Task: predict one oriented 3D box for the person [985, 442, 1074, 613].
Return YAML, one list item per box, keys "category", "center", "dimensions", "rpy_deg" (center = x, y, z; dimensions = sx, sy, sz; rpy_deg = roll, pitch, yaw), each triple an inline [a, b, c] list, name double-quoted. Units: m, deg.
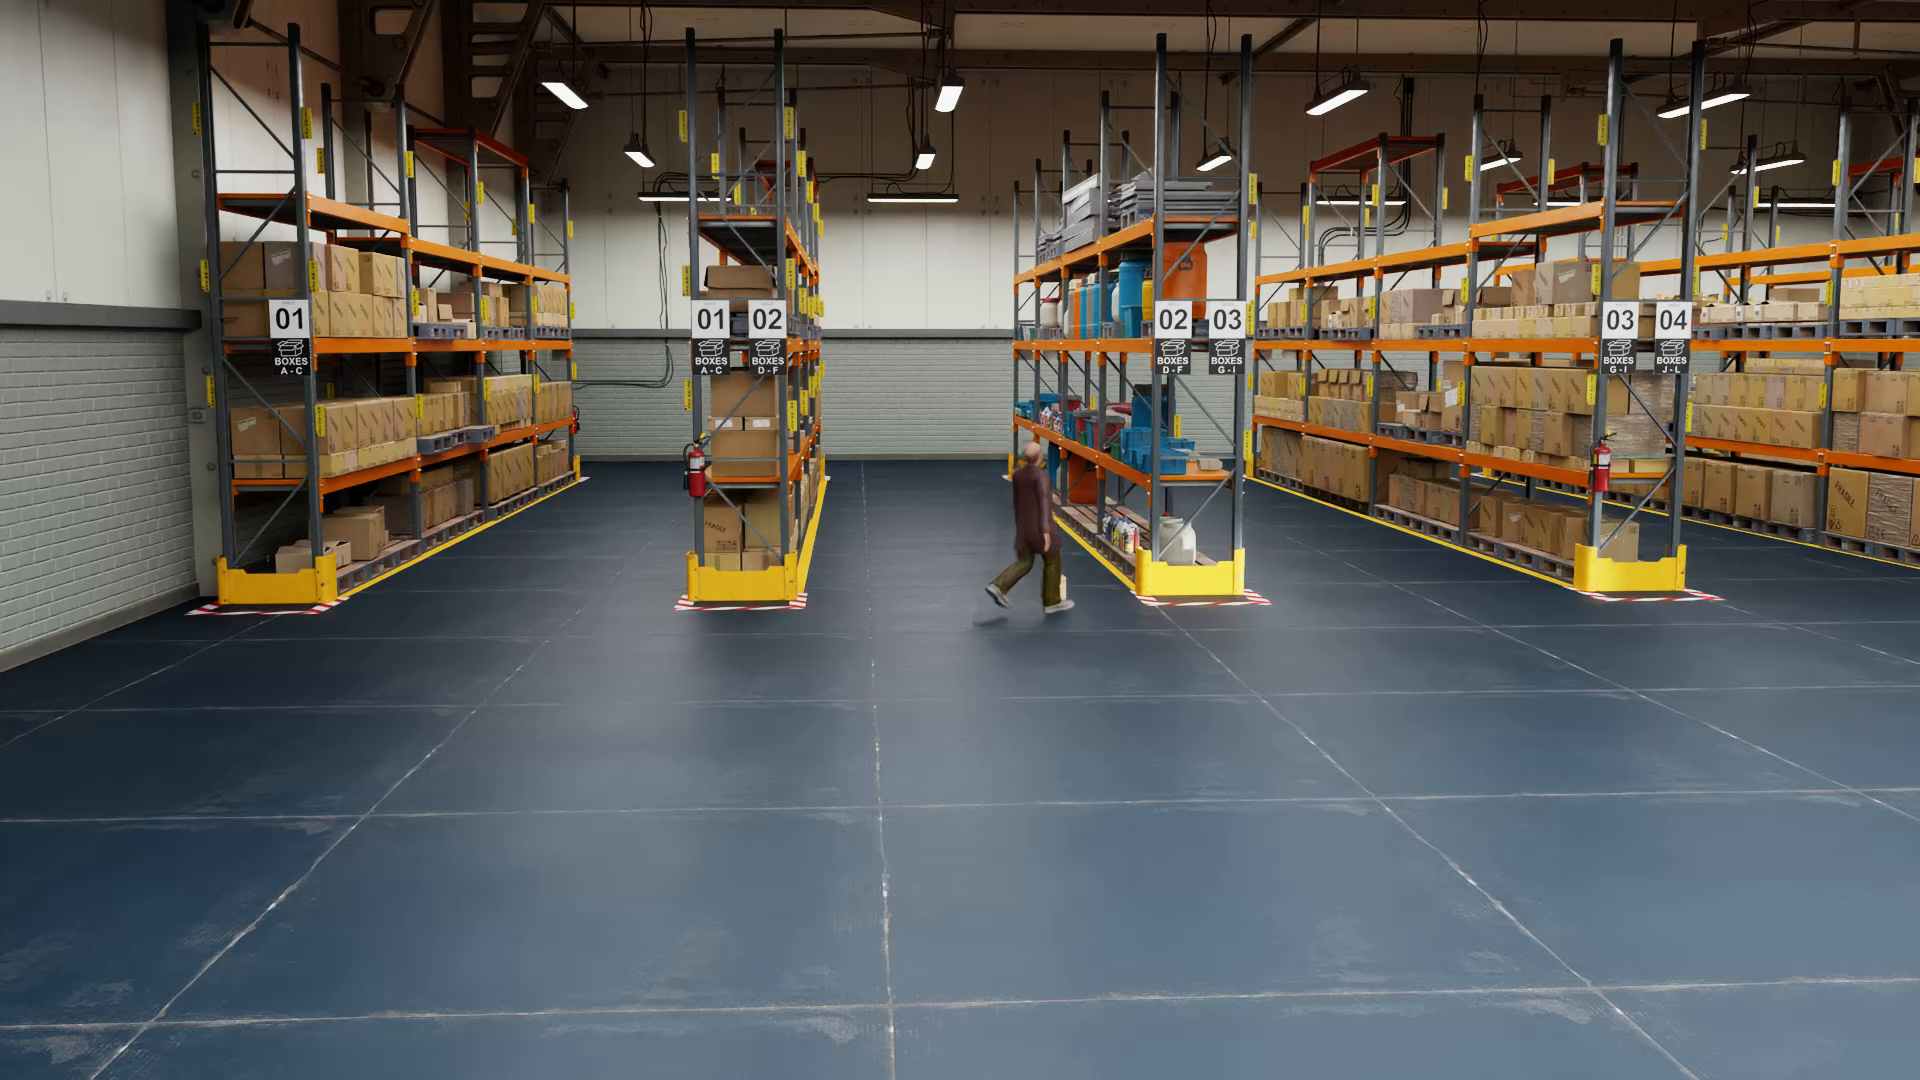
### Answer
- category: "person"
  center: [0.729, -0.116, 16.811]
  dimensions: [0.994, 1.745, 0.661]
  rpy_deg: [-5, 8, -38]
